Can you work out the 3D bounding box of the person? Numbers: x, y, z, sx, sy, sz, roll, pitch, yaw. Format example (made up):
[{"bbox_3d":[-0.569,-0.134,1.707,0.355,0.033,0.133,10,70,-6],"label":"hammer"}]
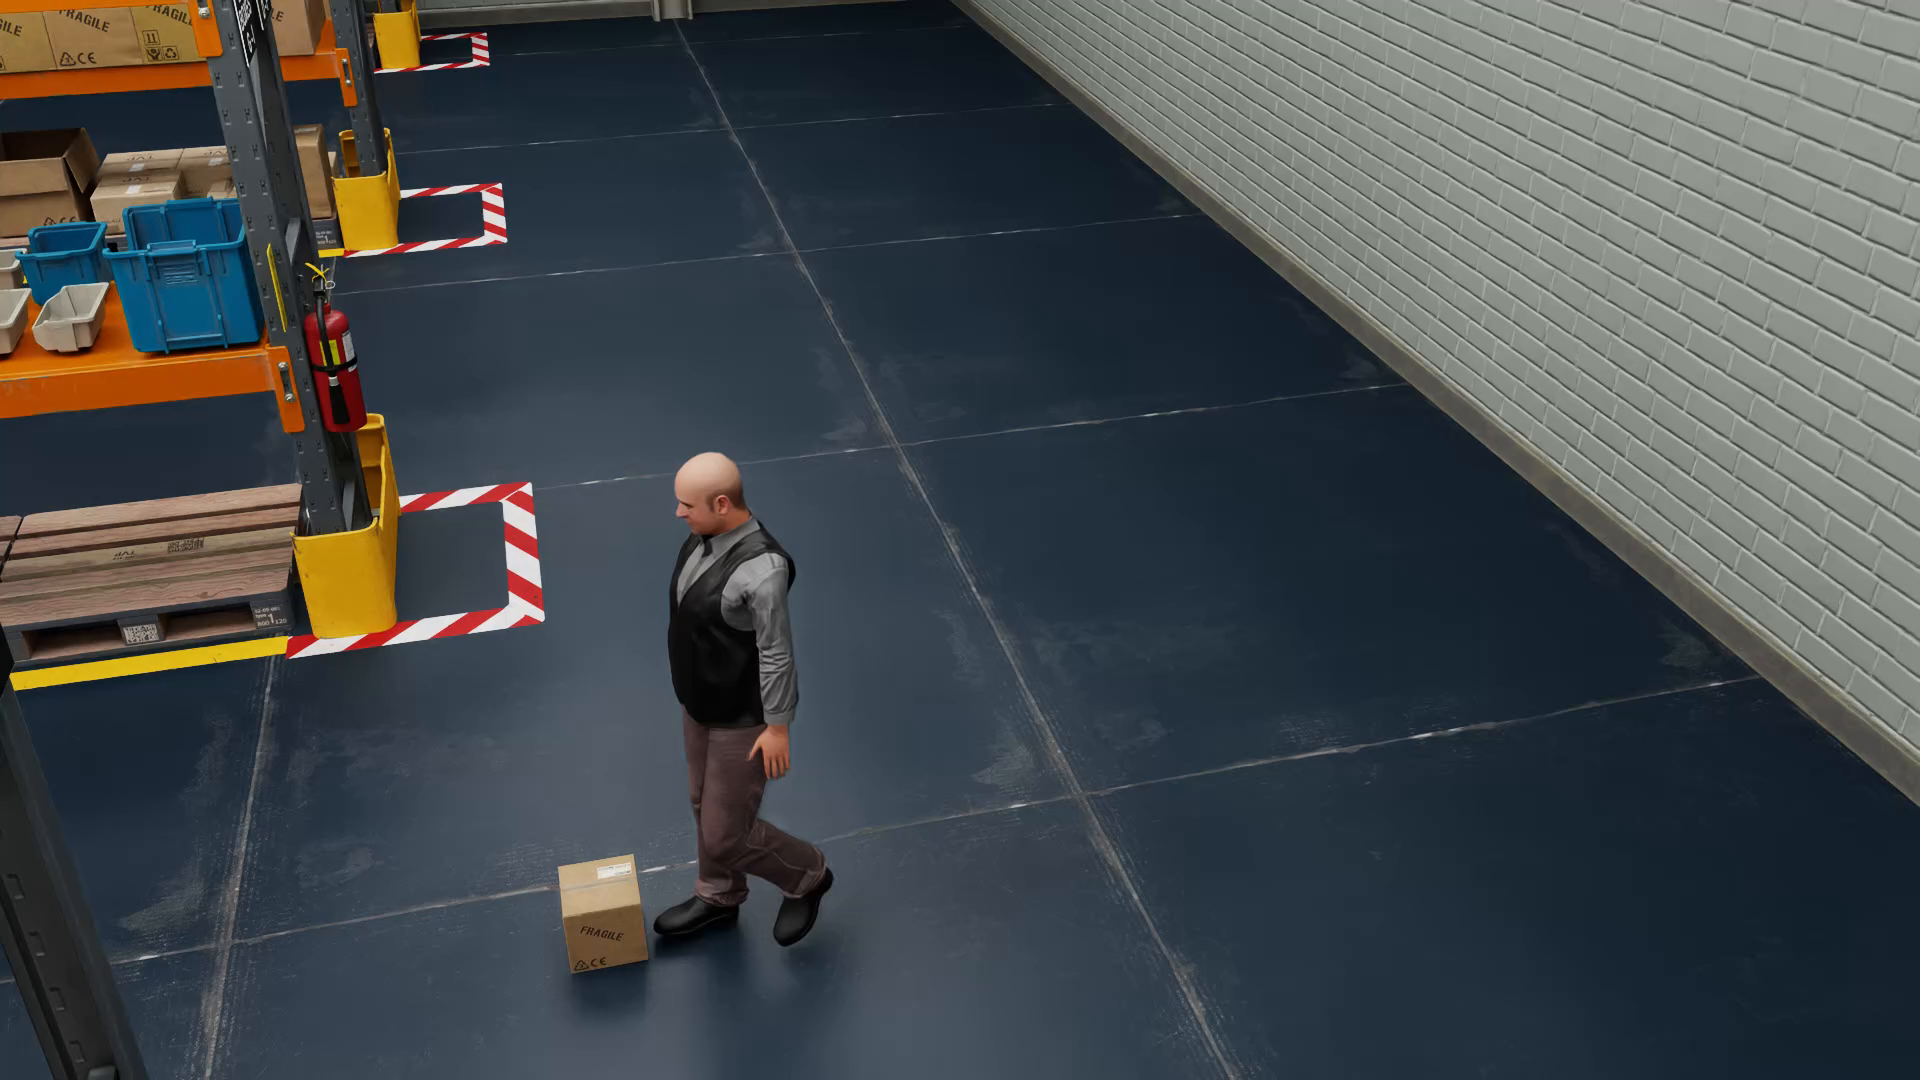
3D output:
[{"bbox_3d":[-0.764,0.528,5.205,0.523,1.717,0.564,-15,33,-24],"label":"person"}]
